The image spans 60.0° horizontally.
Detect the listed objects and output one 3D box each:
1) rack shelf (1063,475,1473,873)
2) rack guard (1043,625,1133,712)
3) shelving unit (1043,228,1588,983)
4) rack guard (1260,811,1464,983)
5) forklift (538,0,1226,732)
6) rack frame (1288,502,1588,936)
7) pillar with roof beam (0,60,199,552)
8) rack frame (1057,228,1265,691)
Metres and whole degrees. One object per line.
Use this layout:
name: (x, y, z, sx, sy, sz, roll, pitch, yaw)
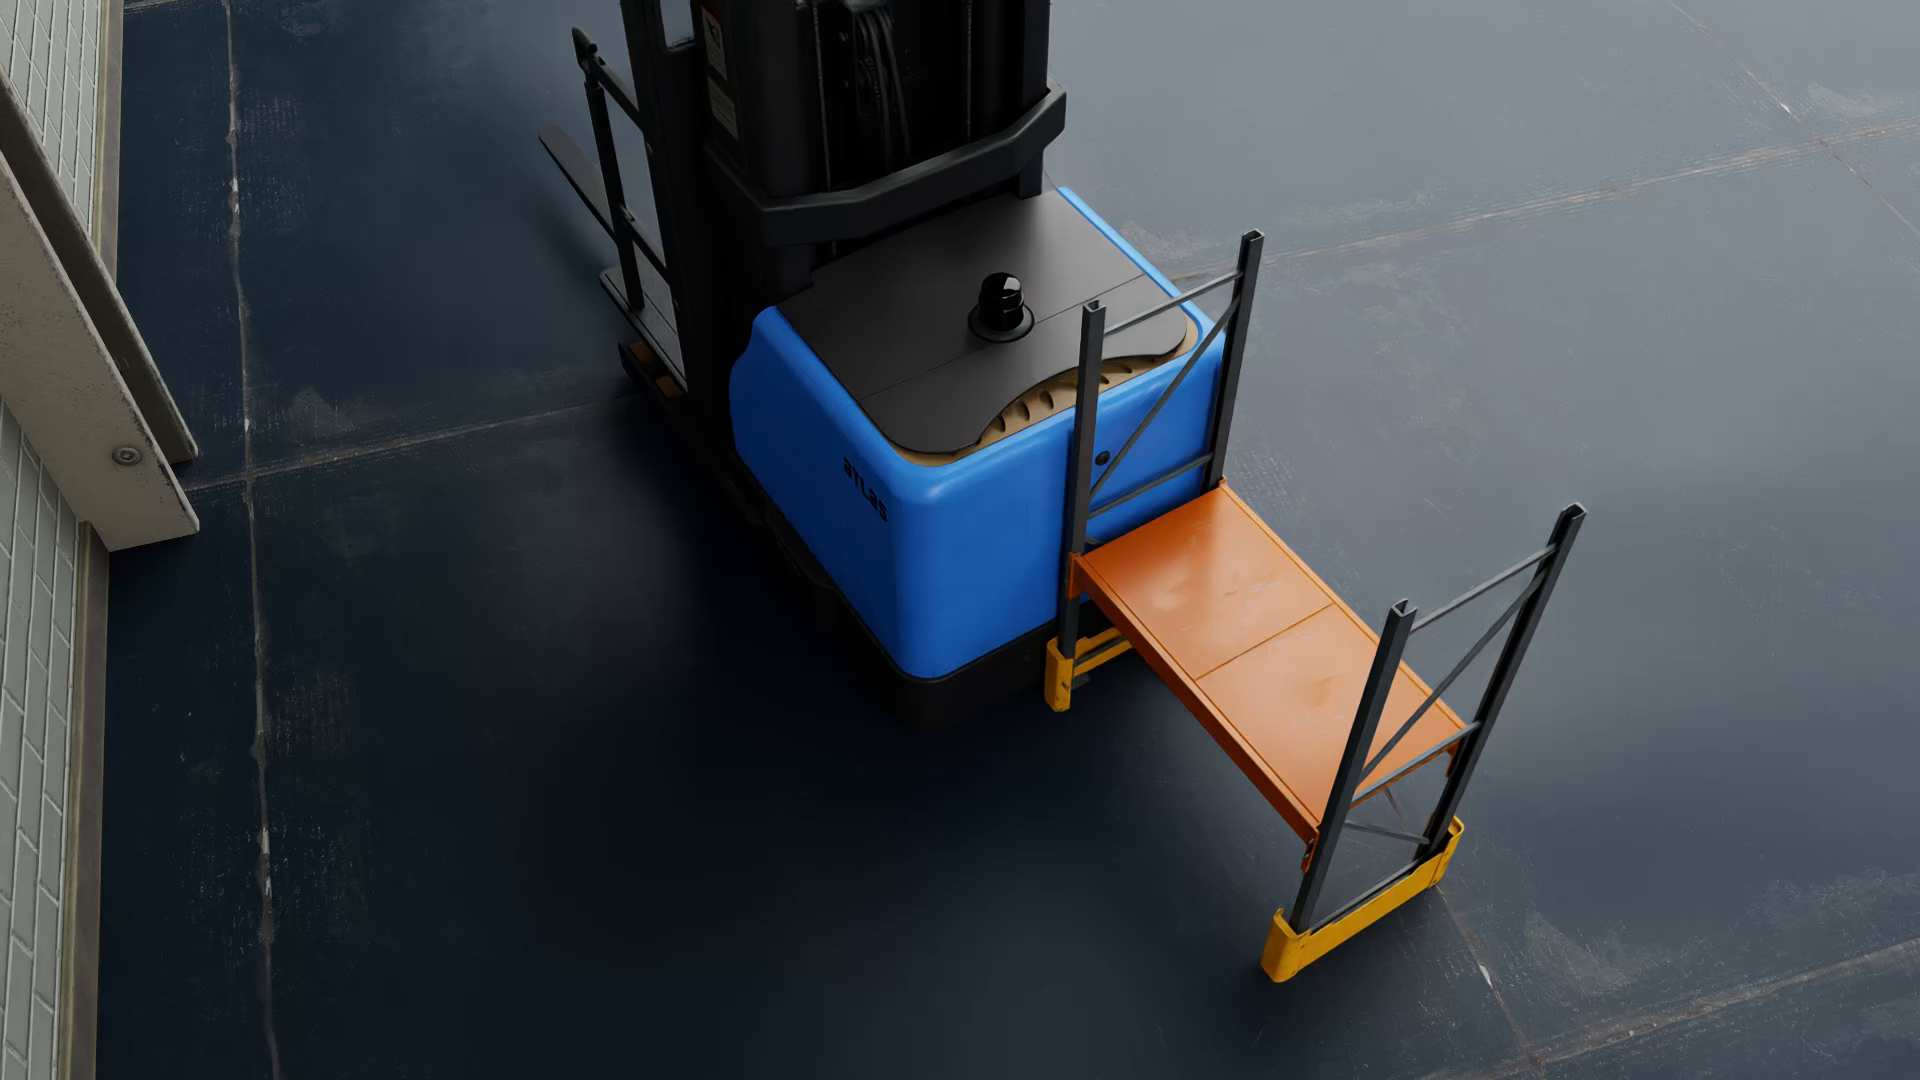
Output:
rack shelf: (0.768, 0.306, 4.246, 0.538, 0.185, 1.000, -26, 55, -20)
rack guard: (0.505, 0.278, 4.852, 0.587, 0.250, 0.087, -26, 55, -20)
shelving unit: (0.773, 0.196, 4.103, 0.587, 1.500, 1.083, -26, 55, -20)
rack guard: (1.041, 0.920, 4.311, 0.587, 0.250, 0.087, -26, 55, -20)
forklift: (-0.496, -1.517, 4.611, 1.130, 2.935, 3.031, -26, 55, -20)
rack frame: (1.042, 0.518, 3.832, 0.500, 1.500, 0.032, -26, 55, -20)
pillar with roof beam: (1.494, -4.008, 2.743, 9.100, 9.000, 0.400, -13, 51, -11)
rack frame: (0.495, -0.137, 4.385, 0.500, 1.500, 0.032, -26, 55, -20)
